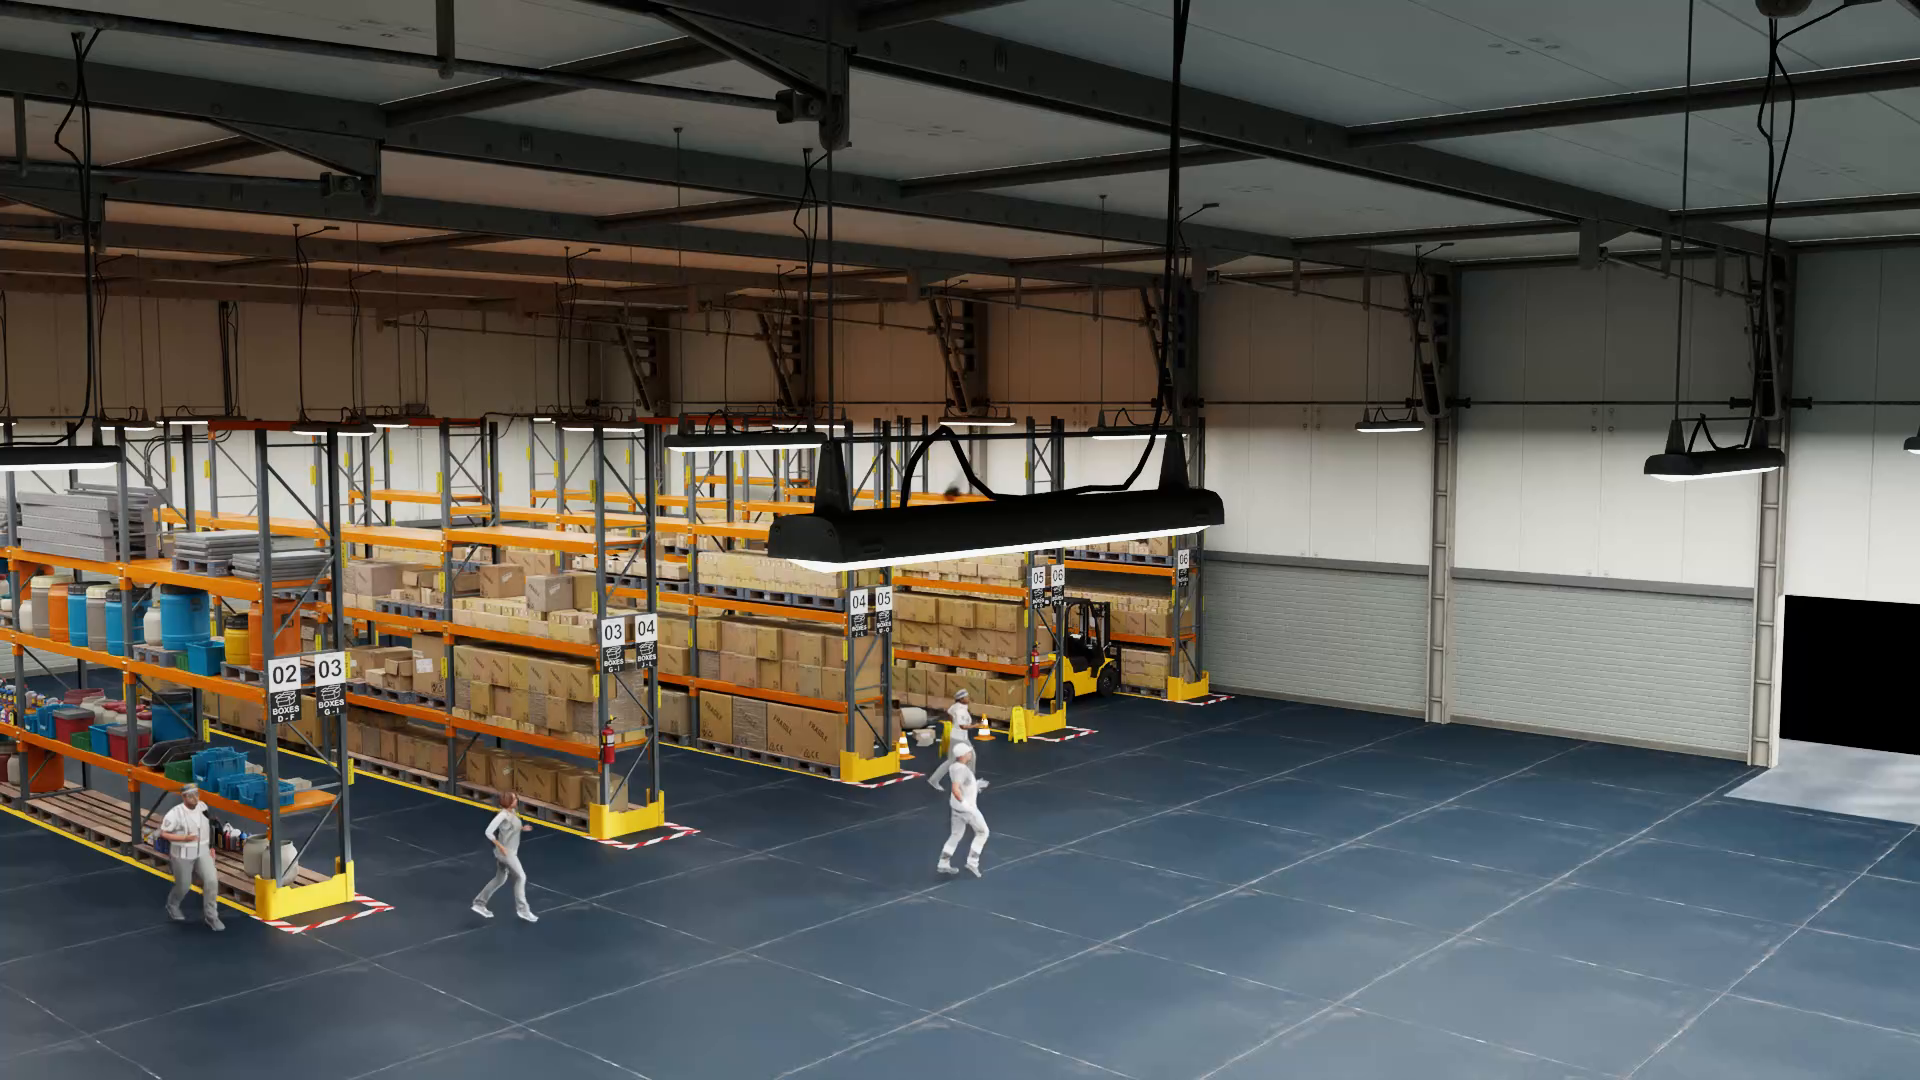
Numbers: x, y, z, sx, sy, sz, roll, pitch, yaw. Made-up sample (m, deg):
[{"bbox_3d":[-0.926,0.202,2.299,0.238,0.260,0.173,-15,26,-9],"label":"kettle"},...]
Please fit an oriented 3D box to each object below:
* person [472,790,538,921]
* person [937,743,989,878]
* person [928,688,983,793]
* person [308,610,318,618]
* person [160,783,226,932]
[{"bbox_3d":[-5.555,3.862,20.251,0.784,1.607,0.518,-1,5,-14],"label":"person"},{"bbox_3d":[0.069,3.603,22.107,0.747,1.828,0.642,-2,5,-25],"label":"person"},{"bbox_3d":[-0.070,3.256,26.933,0.895,1.742,0.588,0,5,2],"label":"person"},{"bbox_3d":[-14.803,2.369,37.864,0.647,1.635,0.507,-1,5,-6],"label":"person"},{"bbox_3d":[-9.273,3.792,20.009,0.932,1.808,0.693,4,6,37],"label":"person"}]
